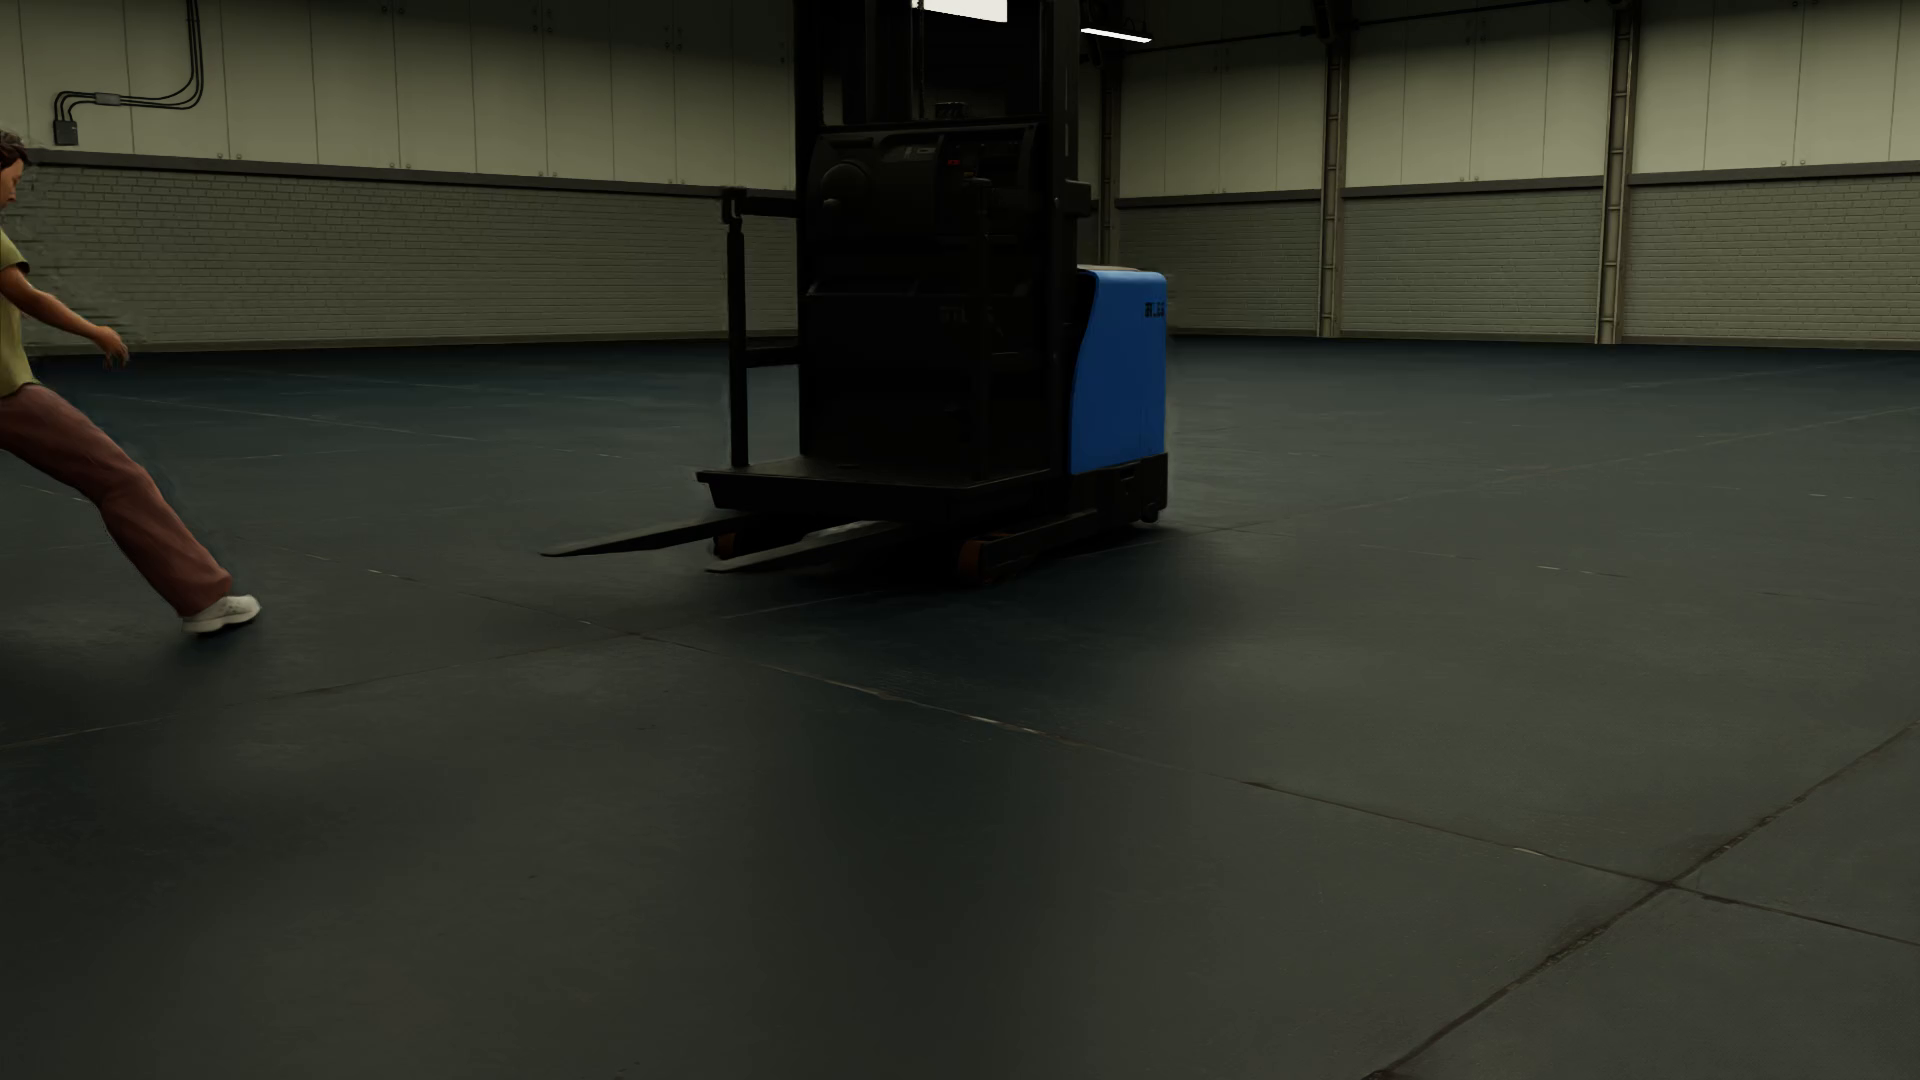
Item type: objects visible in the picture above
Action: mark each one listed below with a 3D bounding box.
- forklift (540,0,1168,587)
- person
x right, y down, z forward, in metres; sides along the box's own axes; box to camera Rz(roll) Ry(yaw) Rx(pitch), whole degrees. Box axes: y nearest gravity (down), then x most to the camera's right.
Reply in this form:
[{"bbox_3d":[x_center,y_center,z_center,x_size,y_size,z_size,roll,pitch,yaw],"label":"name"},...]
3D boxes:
[{"bbox_3d":[-0.246,-1.364,5.929,1.130,2.935,3.031,5,10,28],"label":"forklift"},{"bbox_3d":[-2.793,-0.478,4.916,1.200,1.473,0.902,6,11,36],"label":"person"}]
